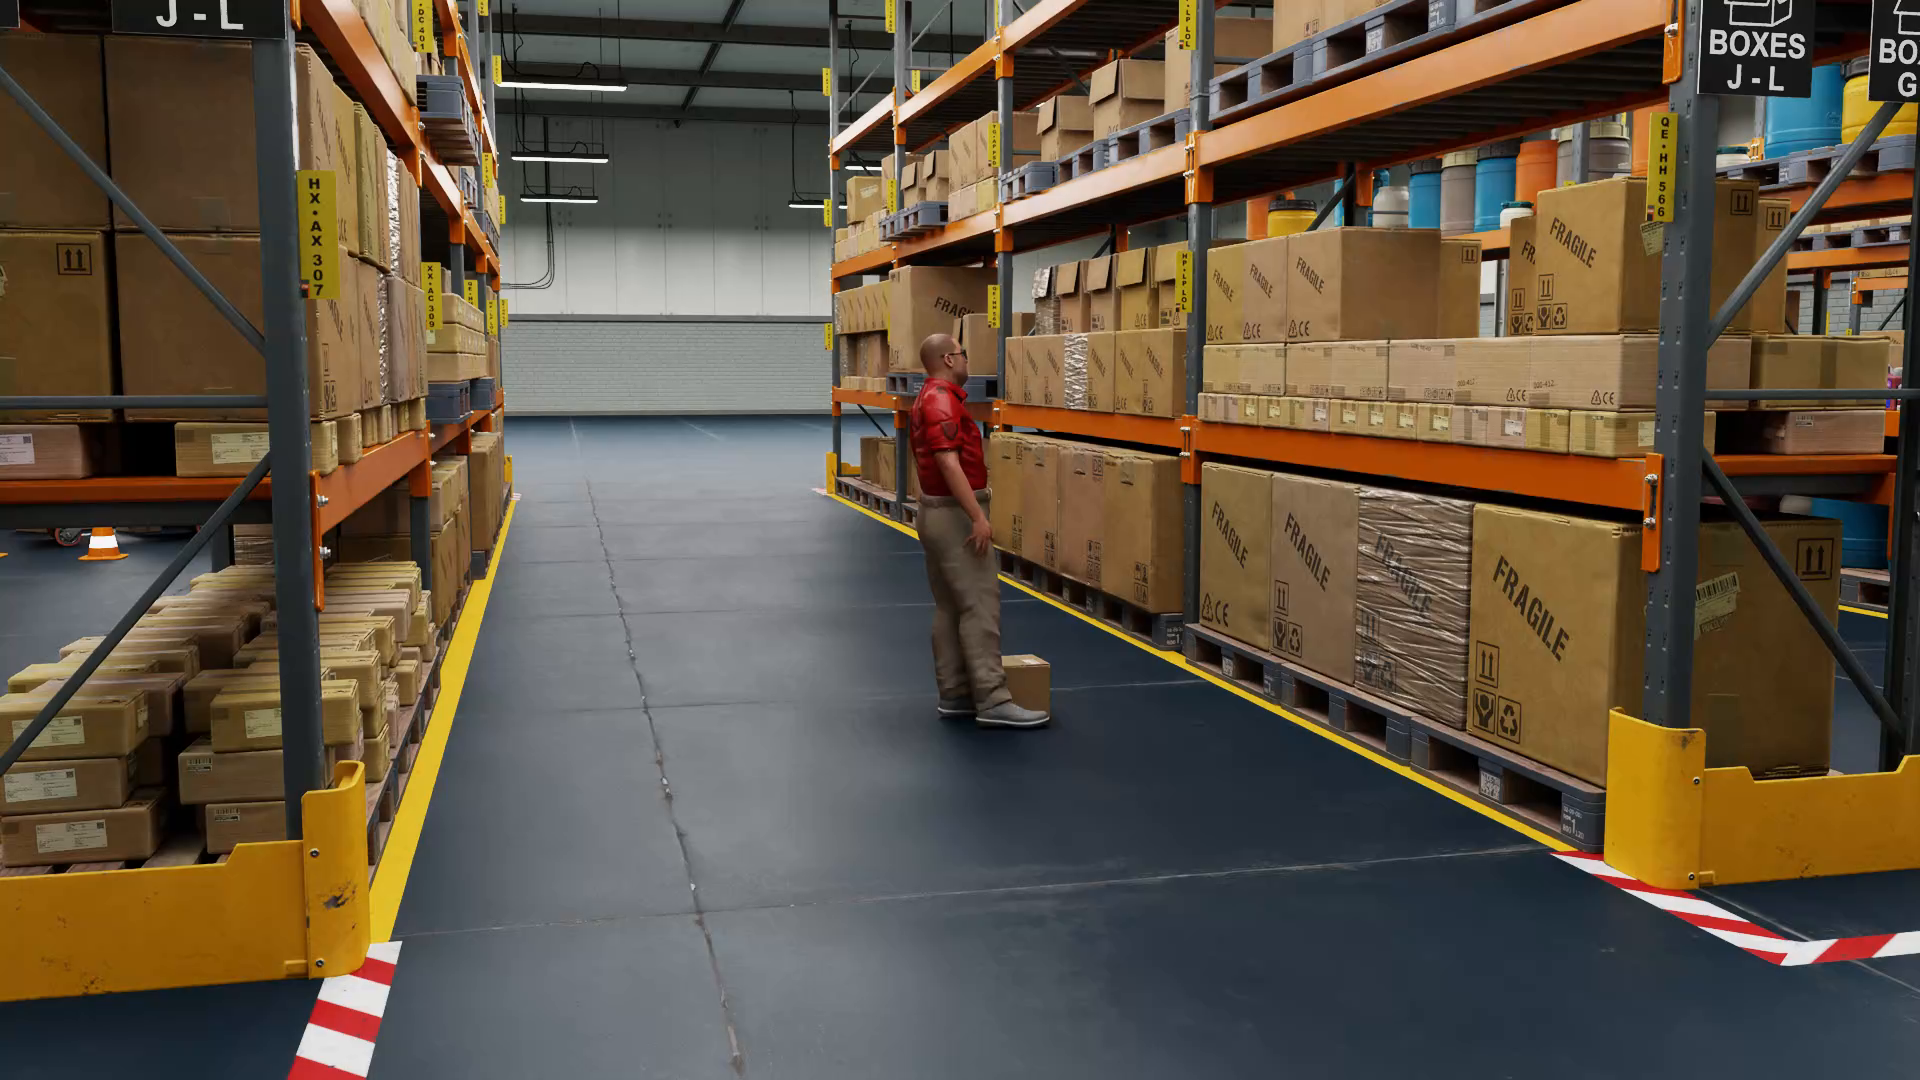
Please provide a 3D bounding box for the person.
[{"bbox_3d":[0.068,-0.058,7.485,0.550,1.728,0.642,-1,6,-14],"label":"person"}]
